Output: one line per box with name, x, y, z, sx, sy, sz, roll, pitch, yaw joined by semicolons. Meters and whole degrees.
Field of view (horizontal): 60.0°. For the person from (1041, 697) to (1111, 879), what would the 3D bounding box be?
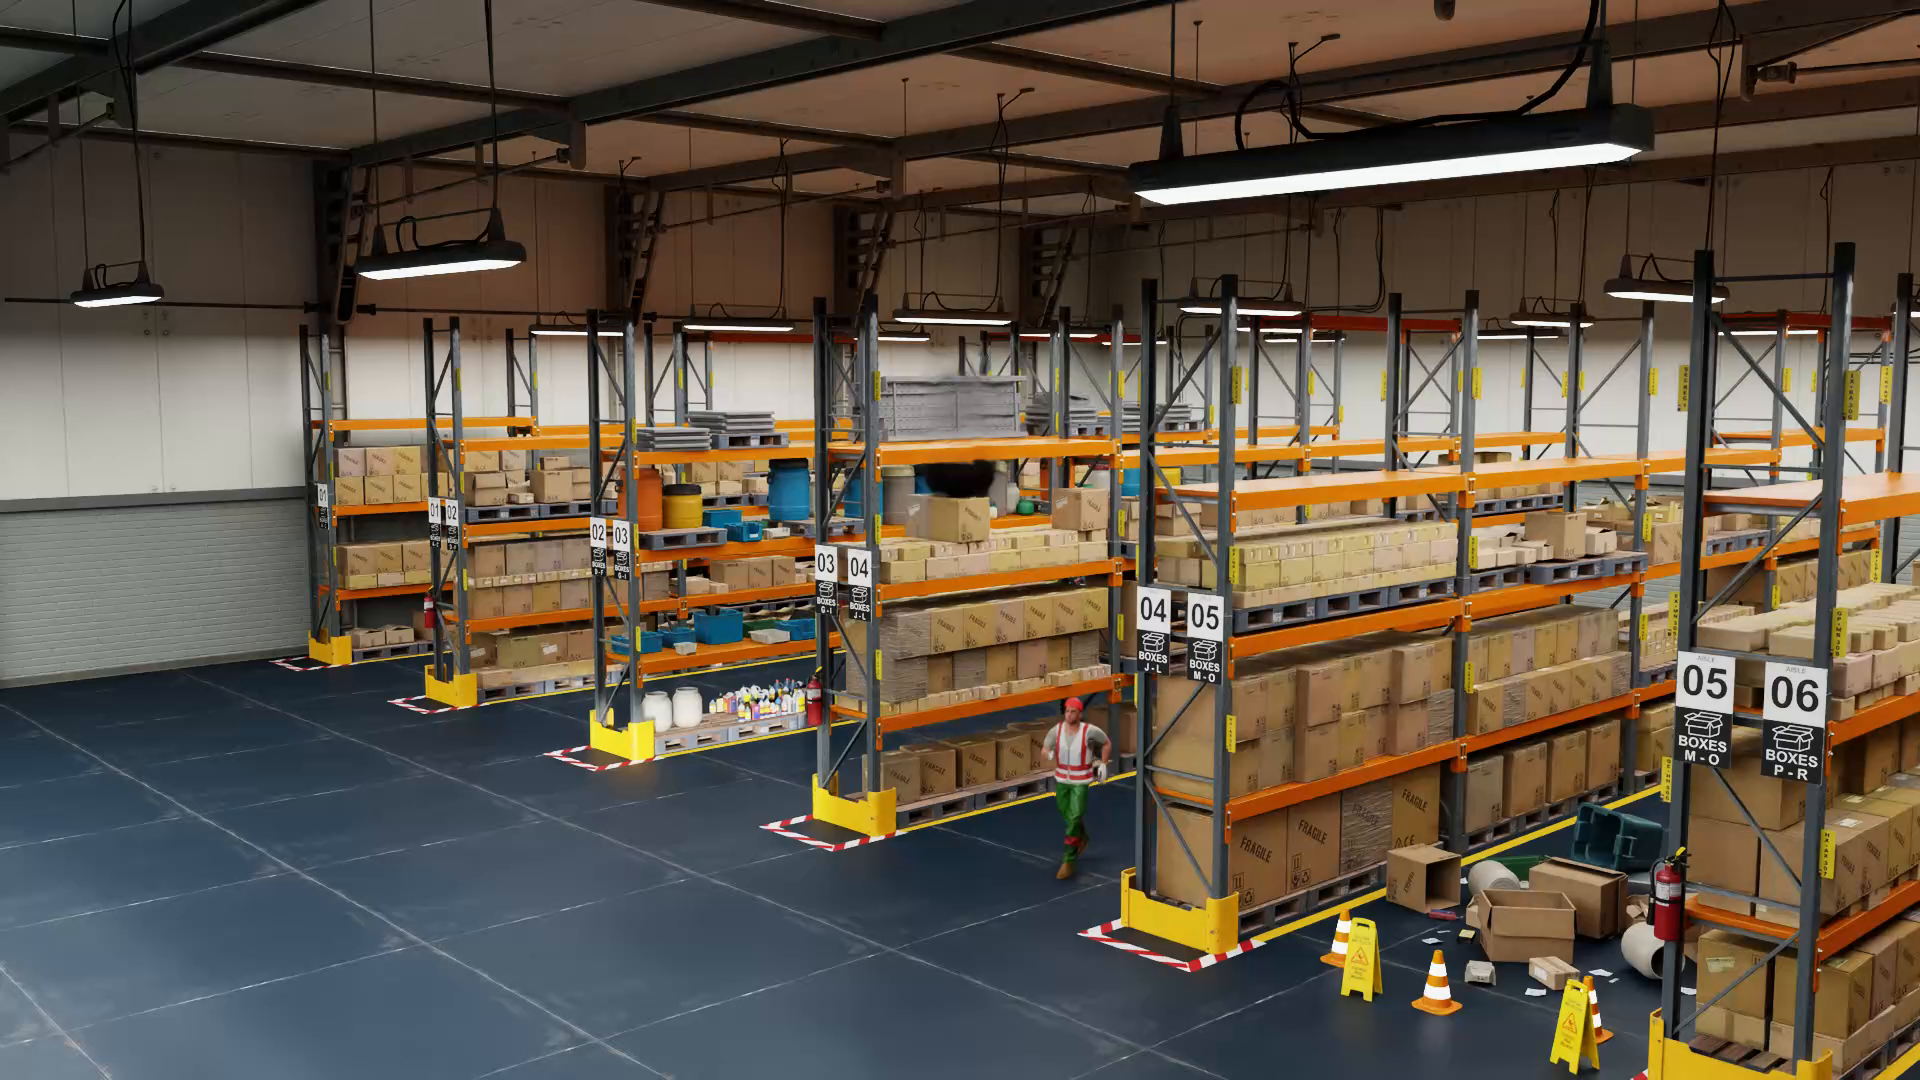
person;1.177;2.507;17.236;0.663;1.798;0.944;3;7;27
